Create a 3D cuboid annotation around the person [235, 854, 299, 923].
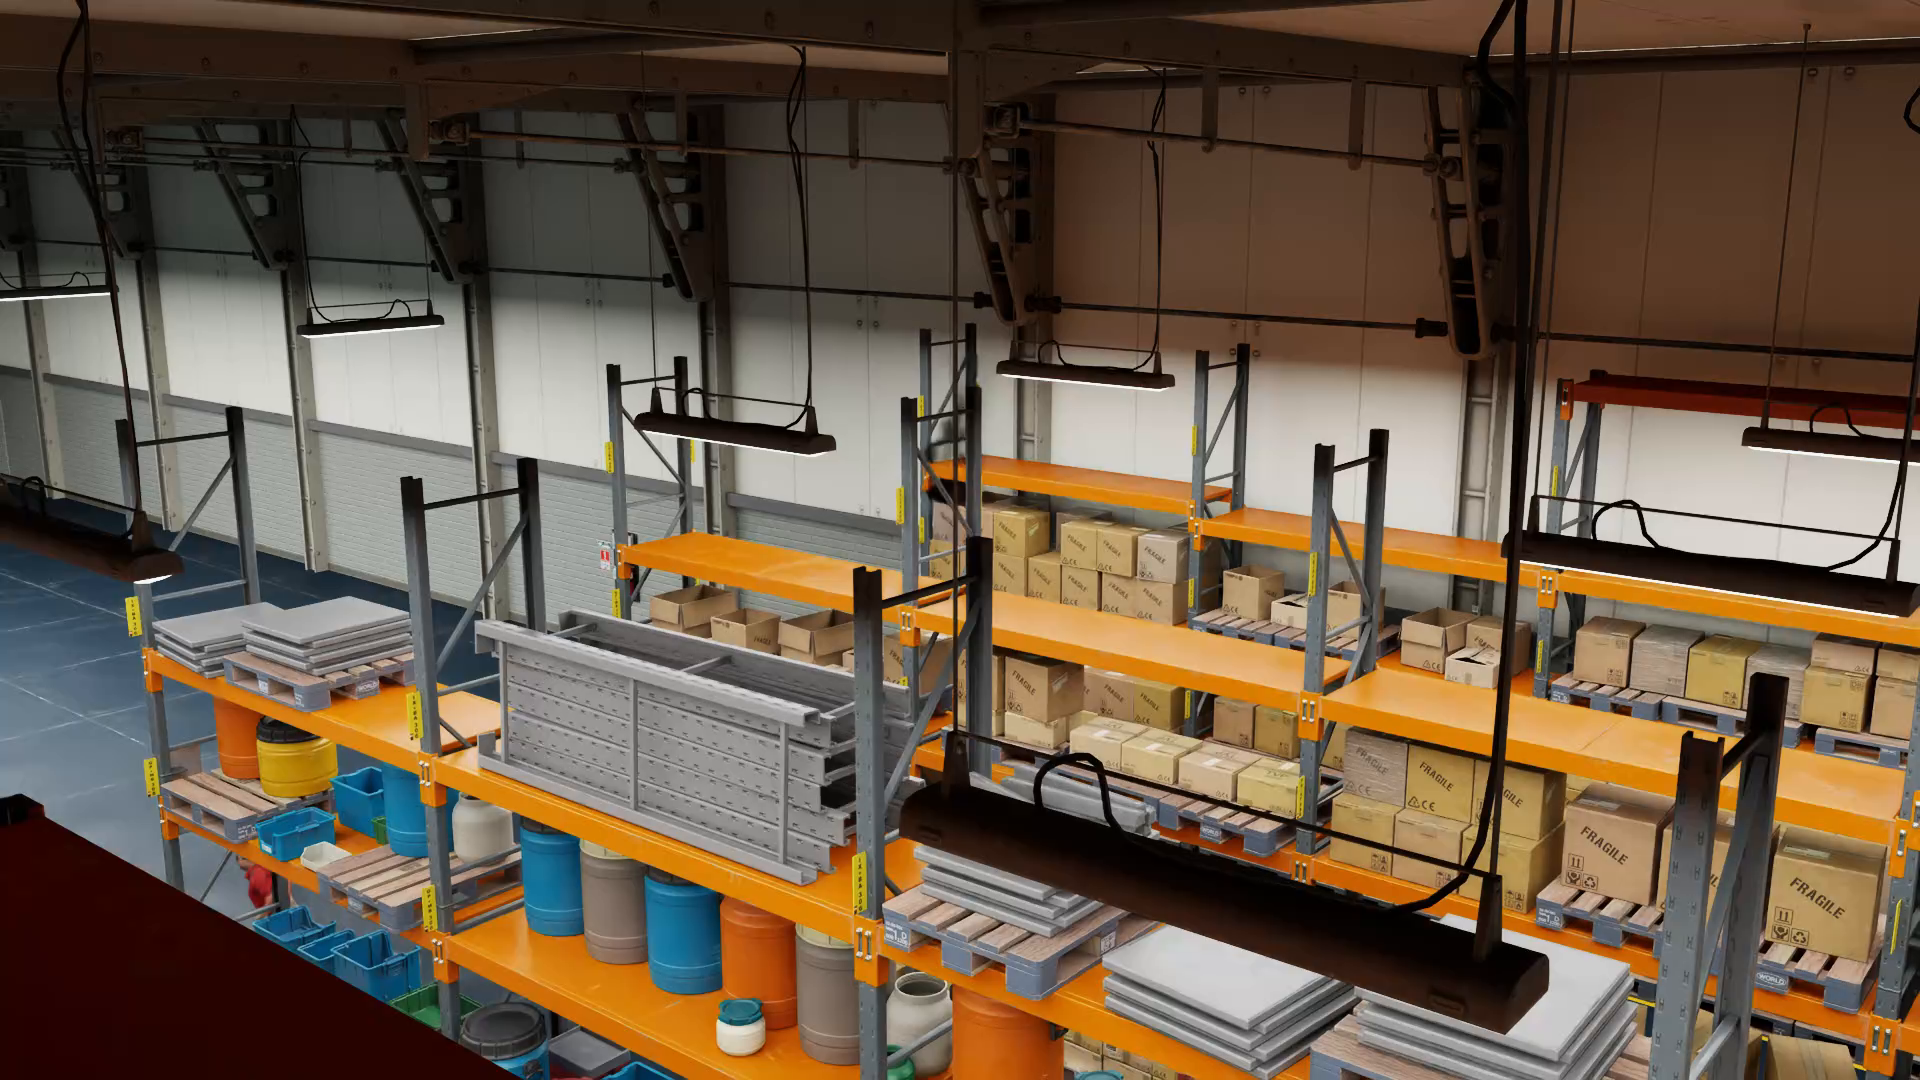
[{"bbox_3d":[-6.499,3.721,16.137,0.886,1.684,0.664,-3,13,-13],"label":"person"}]
